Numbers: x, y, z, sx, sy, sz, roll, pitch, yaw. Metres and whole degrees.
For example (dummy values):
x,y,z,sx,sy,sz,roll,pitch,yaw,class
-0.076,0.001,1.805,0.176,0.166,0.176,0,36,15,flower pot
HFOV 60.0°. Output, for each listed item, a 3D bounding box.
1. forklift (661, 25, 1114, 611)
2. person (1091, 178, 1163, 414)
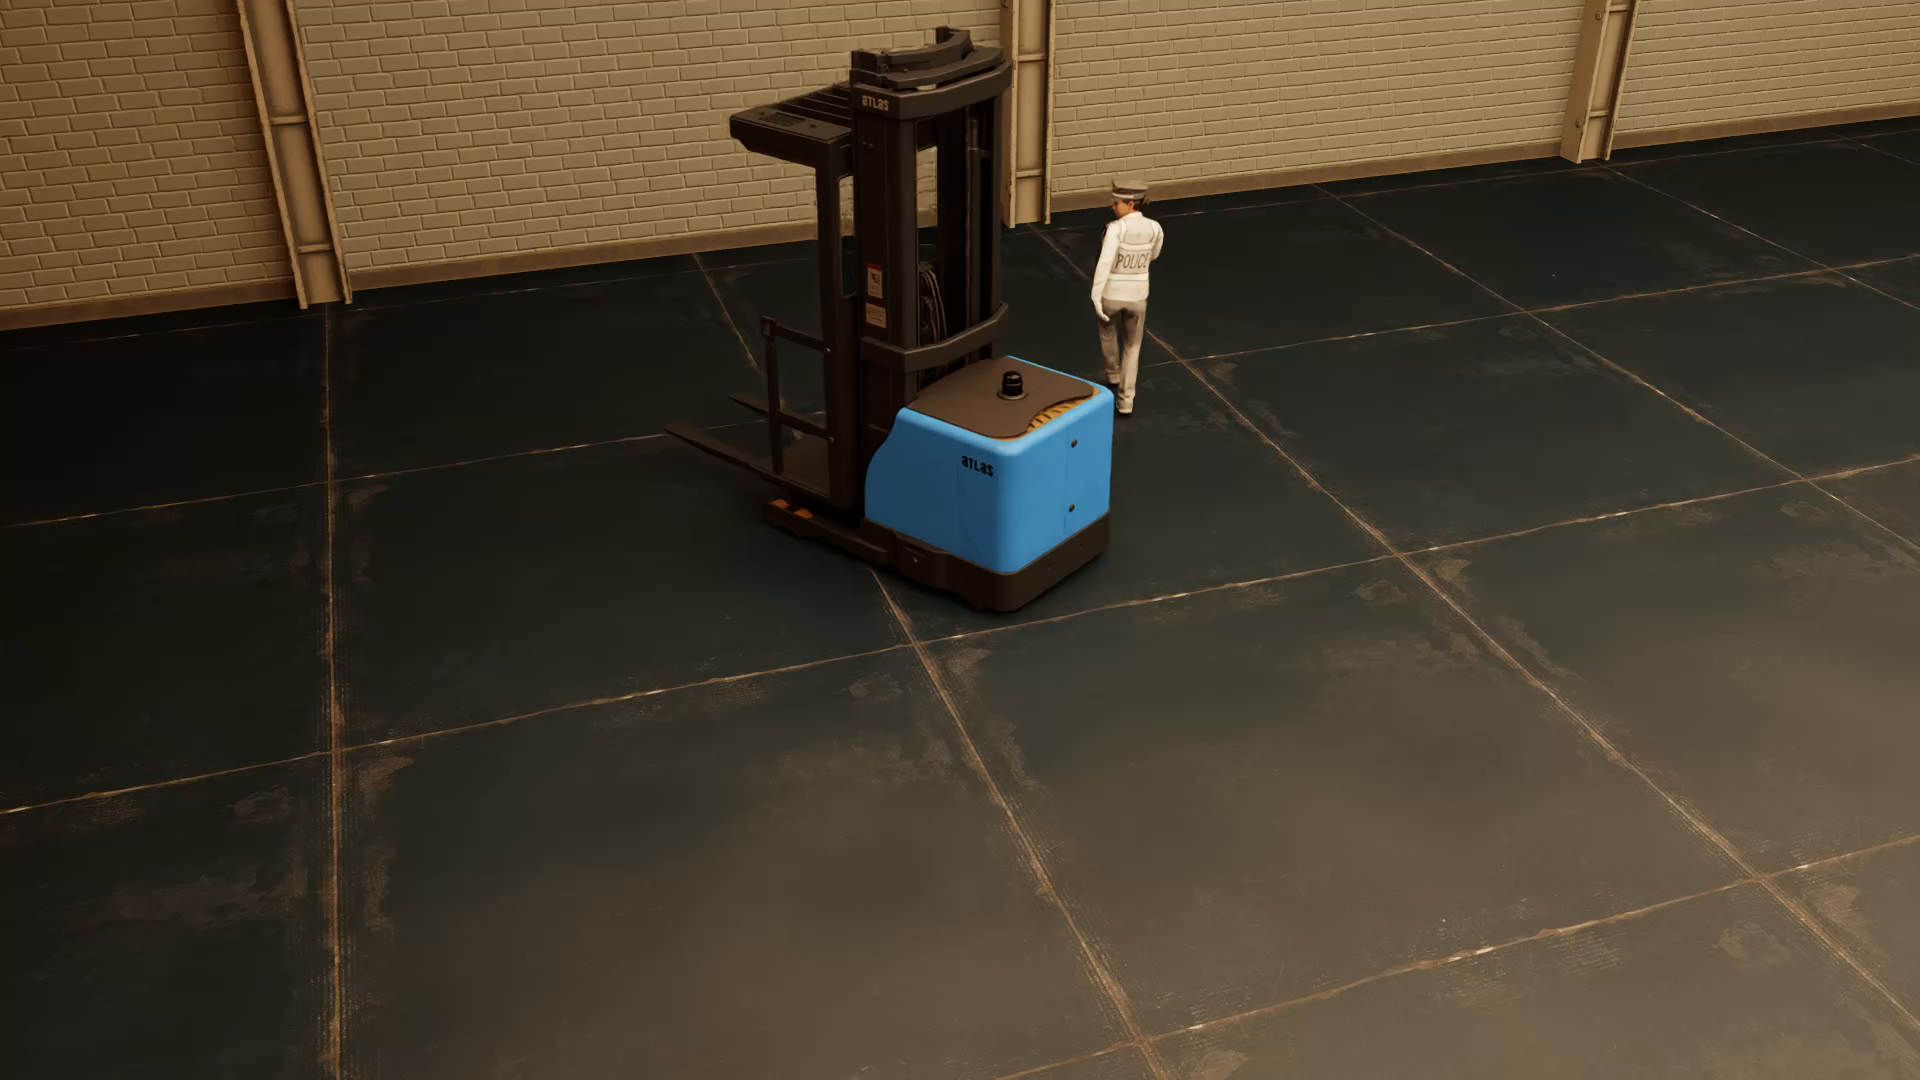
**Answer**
x,y,z,sx,sy,sz,roll,pitch,yaw,class
-0.574,-1.472,9.645,3.031,2.935,1.130,22,37,33,forklift
1.111,-1.658,11.358,0.527,1.642,0.849,-1,30,-2,person
